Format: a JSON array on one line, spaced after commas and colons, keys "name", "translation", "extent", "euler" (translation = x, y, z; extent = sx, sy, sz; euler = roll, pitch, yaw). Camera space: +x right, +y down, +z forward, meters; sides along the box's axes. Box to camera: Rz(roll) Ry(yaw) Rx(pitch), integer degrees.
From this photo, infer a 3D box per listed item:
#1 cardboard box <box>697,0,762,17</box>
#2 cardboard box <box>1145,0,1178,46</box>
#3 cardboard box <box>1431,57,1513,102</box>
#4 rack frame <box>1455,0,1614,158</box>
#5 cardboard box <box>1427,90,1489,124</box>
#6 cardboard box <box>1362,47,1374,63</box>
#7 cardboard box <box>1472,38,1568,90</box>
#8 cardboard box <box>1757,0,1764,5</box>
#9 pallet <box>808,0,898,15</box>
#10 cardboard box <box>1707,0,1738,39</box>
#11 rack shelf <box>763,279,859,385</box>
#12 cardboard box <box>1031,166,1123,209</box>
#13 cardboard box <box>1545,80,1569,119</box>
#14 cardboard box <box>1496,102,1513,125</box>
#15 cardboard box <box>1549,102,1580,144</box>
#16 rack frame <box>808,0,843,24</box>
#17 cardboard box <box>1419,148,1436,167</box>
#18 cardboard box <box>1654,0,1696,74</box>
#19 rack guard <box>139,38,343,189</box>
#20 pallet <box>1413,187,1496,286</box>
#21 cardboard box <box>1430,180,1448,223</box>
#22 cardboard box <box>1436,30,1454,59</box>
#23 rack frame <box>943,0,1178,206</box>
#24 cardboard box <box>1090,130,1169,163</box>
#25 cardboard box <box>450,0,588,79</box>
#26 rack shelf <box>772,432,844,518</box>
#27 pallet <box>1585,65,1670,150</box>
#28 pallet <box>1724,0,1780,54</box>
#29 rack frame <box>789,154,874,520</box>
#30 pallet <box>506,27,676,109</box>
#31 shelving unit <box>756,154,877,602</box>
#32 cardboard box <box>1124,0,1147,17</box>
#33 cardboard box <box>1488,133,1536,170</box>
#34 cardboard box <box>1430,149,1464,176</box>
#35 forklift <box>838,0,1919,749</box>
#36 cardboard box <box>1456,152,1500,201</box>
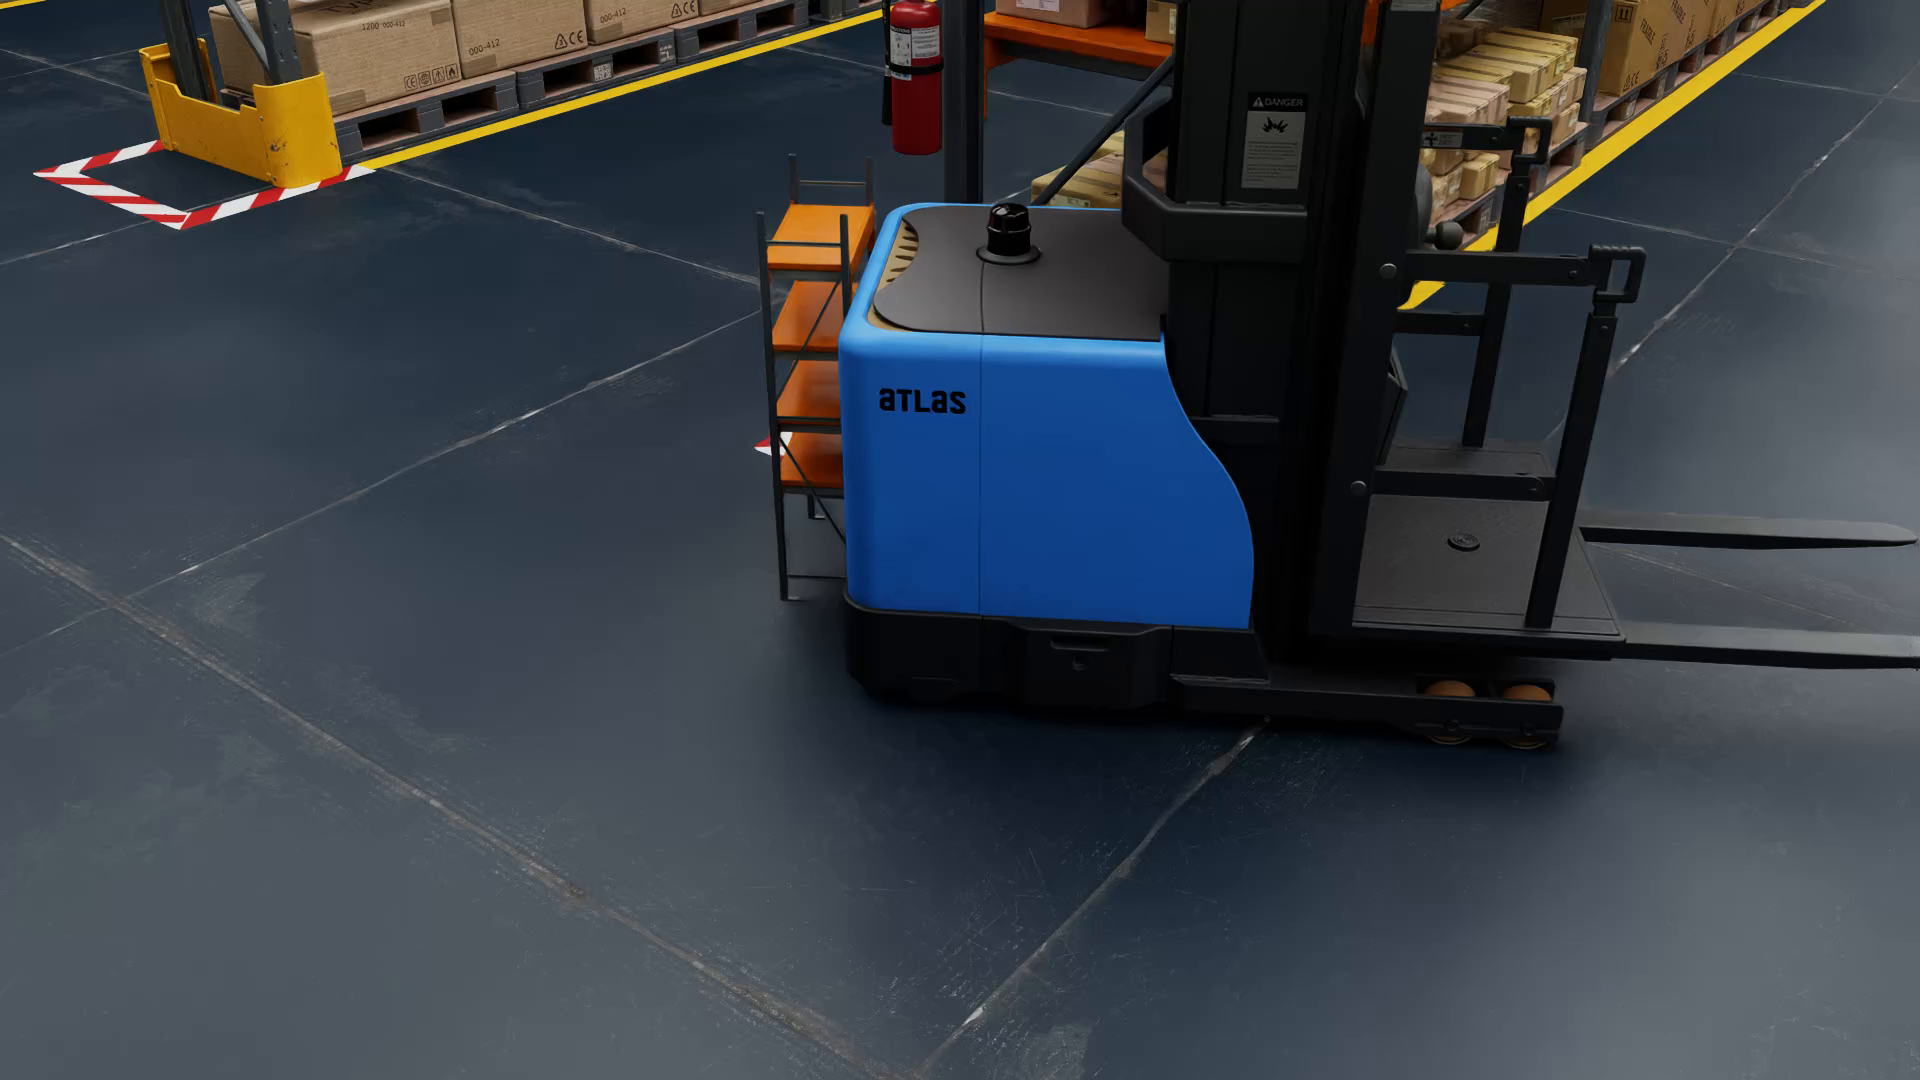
[{"name": "cardboard box", "translation": [-1.682, -3.740, 10.720], "extent": [0.875, 0.438, 0.875], "euler": [21, 36, 31]}, {"name": "cardboard box", "translation": [0.832, -1.699, 5.420], "extent": [0.380, 0.149, 0.250], "euler": [21, 36, 31]}, {"name": "cardboard box", "translation": [2.297, -2.086, 7.629], "extent": [0.380, 0.149, 0.250], "euler": [22, 37, 33]}, {"name": "rack frame", "translation": [2.790, -3.402, 8.048], "extent": [1.000, 3.000, 0.127], "euler": [21, 37, 31]}, {"name": "cardboard box", "translation": [2.054, -1.834, 7.204], "extent": [0.380, 0.149, 0.250], "euler": [20, 36, 30]}, {"name": "cardboard box", "translation": [1.950, -2.211, 7.839], "extent": [0.380, 0.149, 0.250], "euler": [20, 36, 30]}, {"name": "cardboard box", "translation": [2.660, -2.271, 7.941], "extent": [0.380, 0.149, 0.250], "euler": [22, 37, 32]}, {"name": "cardboard box", "translation": [5.015, -3.785, 10.734], "extent": [0.500, 0.500, 0.500], "euler": [21, 37, 31]}, {"name": "pallet", "translation": [-0.812, -4.021, 11.828], "extent": [1.003, 0.211, 1.213], "euler": [21, 37, 31]}, {"name": "cardboard box", "translation": [4.393, -3.355, 10.009], "extent": [0.500, 0.500, 0.500], "euler": [19, 36, 29]}, {"name": "rack shelf", "translation": [-0.390, -0.593, 4.766], "extent": [0.258, 0.148, 0.480], "euler": [3, 31, 4]}, {"name": "cardboard box", "translation": [0.493, -1.279, 6.267], "extent": [0.380, 0.149, 0.250], "euler": [22, 37, 32]}, {"name": "cardboard box", "translation": [2.700, -2.144, 8.019], "extent": [0.380, 0.149, 0.250], "euler": [19, 36, 29]}, {"name": "cardboard box", "translation": [2.322, -1.958, 7.705], "extent": [0.380, 0.149, 0.250], "euler": [21, 37, 32]}, {"name": "cardboard box", "translation": [2.825, -2.092, 8.222], "extent": [0.380, 0.149, 0.250], "euler": [22, 37, 32]}, {"name": "rack frame", "translation": [-1.218, -4.884, 10.549], "extent": [1.000, 3.000, 0.127], "euler": [21, 37, 31]}, {"name": "cardboard box", "translation": [1.741, -1.636, 6.868], "extent": [0.380, 0.149, 0.250], "euler": [22, 37, 32]}, {"name": "cardboard box", "translation": [3.765, -2.941, 9.311], "extent": [0.500, 0.500, 0.500], "euler": [23, 38, 33]}, {"name": "rack guard", "translation": [-3.647, -2.173, 8.427], "extent": [1.175, 0.500, 0.348], "euler": [21, 37, 31]}, {"name": "pallet", "translation": [1.677, -1.420, 7.439], "extent": [1.003, 0.211, 1.213], "euler": [21, 37, 31]}, {"name": "cardboard box", "translation": [1.870, -1.477, 7.185], "extent": [0.380, 0.149, 0.250], "euler": [21, 37, 31]}, {"name": "cardboard box", "translation": [2.203, -2.442, 8.229], "extent": [0.380, 0.149, 0.250], "euler": [23, 38, 34]}, {"name": "rack frame", "translation": [0.375, -1.776, 5.304], "extent": [1.000, 3.000, 0.127], "euler": [21, 37, 31]}, {"name": "cardboard box", "translation": [0.745, -1.508, 6.653], "extent": [0.380, 0.149, 0.250], "euler": [20, 36, 30]}, {"name": "cardboard box", "translation": [-2.768, -3.010, 9.488], "extent": [0.875, 0.438, 0.875], "euler": [22, 37, 33]}, {"name": "rack shelf", "translation": [-0.390, -0.229, 4.982], "extent": [0.258, 0.148, 0.480], "euler": [3, 31, 4]}, {"name": "pallet", "translation": [3.259, -2.519, 9.294], "extent": [1.003, 0.211, 1.213], "euler": [21, 37, 31]}, {"name": "pallet", "translation": [4.731, -3.511, 10.967], "extent": [1.003, 0.211, 1.213], "euler": [21, 37, 31]}, {"name": "rack frame", "translation": [-0.369, -0.582, 5.055], "extent": [0.240, 1.200, 0.015], "euler": [3, 31, 4]}, {"name": "pallet", "translation": [-2.475, -2.901, 9.939], "extent": [1.003, 0.211, 1.213], "euler": [21, 37, 31]}, {"name": "shelving unit", "translation": [-0.390, -0.458, 4.846], "extent": [0.258, 1.200, 0.503], "euler": [3, 31, 4]}, {"name": "cardboard box", "translation": [0.527, -1.977, 5.890], "extent": [0.380, 0.149, 0.250], "euler": [21, 37, 31]}, {"name": "cardboard box", "translation": [2.493, -1.885, 7.872], "extent": [0.380, 0.149, 0.250], "euler": [20, 36, 30]}, {"name": "cardboard box", "translation": [2.006, -1.746, 7.346], "extent": [0.380, 0.149, 0.250], "euler": [19, 36, 29]}, {"name": "forklift", "translation": [1.238, -1.002, 4.065], "extent": [3.031, 2.935, 1.130], "euler": [3, 31, 5]}, {"name": "cardboard box", "translation": [2.200, -1.671, 7.512], "extent": [0.380, 0.149, 0.250], "euler": [21, 37, 31]}]
